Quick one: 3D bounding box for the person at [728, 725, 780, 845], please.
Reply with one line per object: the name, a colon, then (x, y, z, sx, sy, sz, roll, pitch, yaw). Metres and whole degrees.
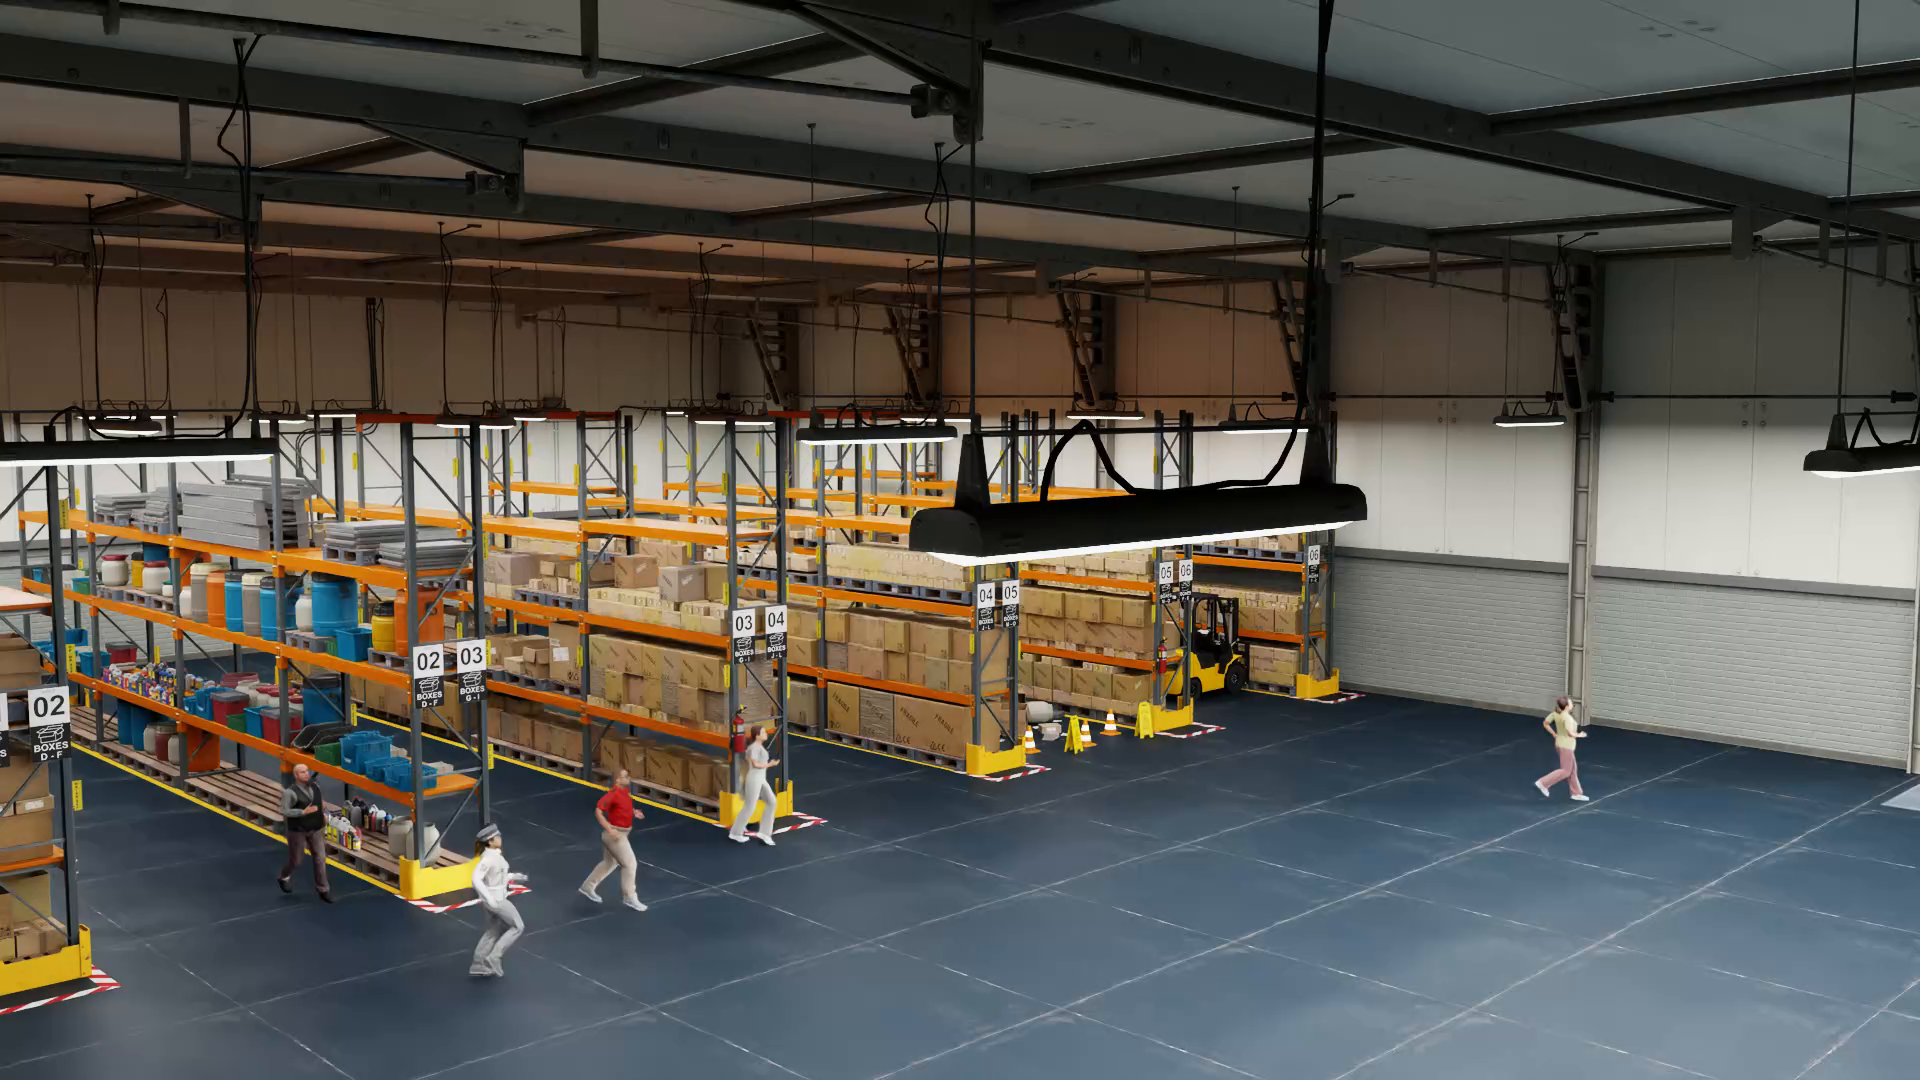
person: (-2.897, 3.468, 23.529, 0.730, 1.720, 0.568, 0, 5, 4)

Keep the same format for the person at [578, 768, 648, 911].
person: (-4.287, 3.687, 20.544, 0.833, 1.773, 0.655, -1, 5, -7)

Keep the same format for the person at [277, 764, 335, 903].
person: (-8.191, 3.644, 20.801, 0.970, 1.707, 0.657, 4, 6, 37)

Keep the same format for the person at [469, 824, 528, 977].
person: (-5.026, 3.913, 18.104, 0.634, 1.671, 0.592, -2, 5, -20)

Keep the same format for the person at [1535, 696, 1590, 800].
person: (9.377, 3.250, 25.839, 0.934, 1.664, 0.578, -1, 5, -8)
